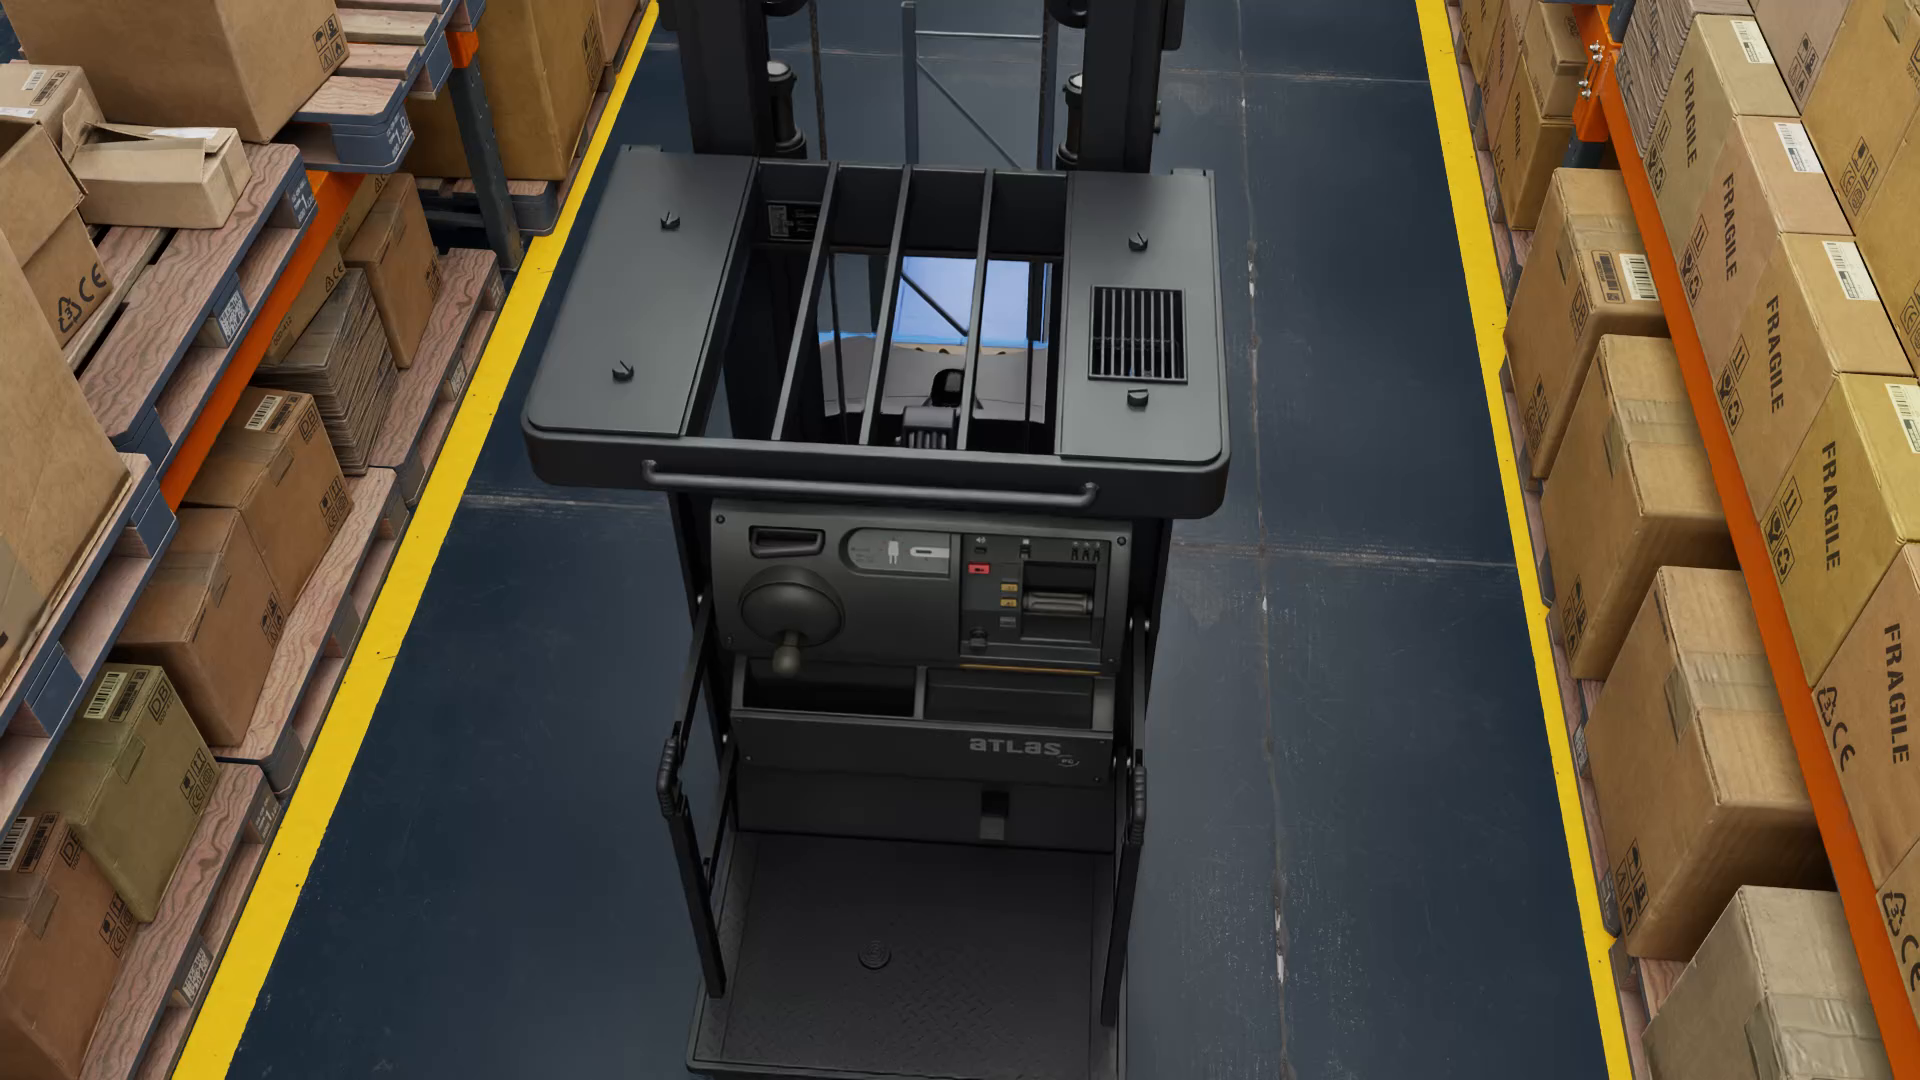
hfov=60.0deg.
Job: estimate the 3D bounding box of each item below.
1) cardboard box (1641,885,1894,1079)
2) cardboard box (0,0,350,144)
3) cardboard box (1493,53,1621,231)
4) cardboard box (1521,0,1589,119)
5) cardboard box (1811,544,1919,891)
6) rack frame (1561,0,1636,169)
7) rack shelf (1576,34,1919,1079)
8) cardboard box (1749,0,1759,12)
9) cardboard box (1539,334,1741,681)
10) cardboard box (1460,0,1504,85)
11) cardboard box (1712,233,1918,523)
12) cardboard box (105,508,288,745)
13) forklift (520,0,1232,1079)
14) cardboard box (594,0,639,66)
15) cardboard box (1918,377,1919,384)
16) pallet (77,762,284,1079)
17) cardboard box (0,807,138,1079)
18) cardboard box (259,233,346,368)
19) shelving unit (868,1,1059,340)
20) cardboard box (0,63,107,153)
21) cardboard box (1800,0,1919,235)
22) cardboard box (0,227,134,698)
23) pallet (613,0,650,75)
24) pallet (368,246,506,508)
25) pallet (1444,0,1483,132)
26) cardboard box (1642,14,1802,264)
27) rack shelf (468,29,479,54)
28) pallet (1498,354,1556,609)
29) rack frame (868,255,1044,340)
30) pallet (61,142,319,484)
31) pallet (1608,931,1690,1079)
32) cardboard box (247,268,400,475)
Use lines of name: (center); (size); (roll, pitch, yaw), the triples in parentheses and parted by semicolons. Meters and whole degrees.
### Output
cardboard box: (2.245, 1.333, 3.738); (1.050, 0.750, 0.750); (4, 48, 3)
cardboard box: (-2.248, -1.529, 4.763); (0.700, 0.500, 0.500); (10, 48, 9)
cardboard box: (2.443, -1.561, 6.555); (0.500, 0.500, 0.500); (4, 48, 3)
cardboard box: (2.444, -1.833, 6.295); (0.500, 0.250, 0.500); (3, 48, 3)
cardboard box: (2.106, 0.371, 3.310); (0.500, 0.500, 0.500); (3, 48, 3)
rack frame: (2.643, -1.762, 5.329); (1.000, 3.000, 0.127); (4, 48, 4)
rack shelf: (2.461, -0.050, 4.250); (1.077, 0.370, 4.000); (4, 48, 4)
cardboard box: (2.592, -1.804, 4.622); (0.700, 0.500, 0.500); (4, 48, 3)
cardboard box: (2.422, -0.060, 5.012); (1.050, 0.750, 0.750); (5, 48, 4)
cardboard box: (2.526, -2.332, 7.260); (0.500, 0.500, 0.500); (2, 48, 2)
cardboard box: (2.196, -0.374, 3.991); (0.500, 0.500, 0.500); (3, 48, 3)
cardboard box: (-2.462, 0.254, 4.880); (0.700, 0.500, 0.500); (0, 48, 0)
forklift: (-0.103, 0.224, 3.559); (1.130, 2.935, 3.031); (3, 48, 3)
cardboard box: (-2.115, -2.755, 7.392); (1.225, 0.875, 0.875); (4, 48, 4)
cardboard box: (2.409, -0.309, 3.254); (0.700, 0.500, 0.500); (4, 48, 4)
pallet: (-2.582, 1.138, 4.566); (1.003, 0.211, 1.213); (4, 48, 4)
cardboard box: (-2.574, 1.015, 4.185); (0.700, 0.500, 0.500); (1, 48, 1)
cardboard box: (-2.357, -0.843, 5.376); (0.500, 0.250, 0.500); (9, 48, 8)
shelving unit: (0.027, -0.805, 5.470); (0.538, 1.500, 1.048); (3, 48, 3)
cardboard box: (-2.669, -1.045, 4.490); (0.500, 0.250, 0.500); (3, 48, 2)
cardboard box: (2.503, -1.055, 3.937); (0.700, 0.500, 0.500); (3, 48, 3)
cardboard box: (-2.440, -0.149, 3.162); (1.000, 1.000, 1.000); (4, 48, 4)
pallet: (-2.027, -2.697, 8.074); (1.003, 0.211, 1.213); (4, 48, 4)
pallet: (-2.360, -0.655, 6.206); (1.003, 0.211, 1.213); (4, 48, 4)
pallet: (2.829, -2.289, 7.701); (1.003, 0.211, 1.213); (4, 48, 4)
cardboard box: (2.290, -1.110, 4.665); (0.500, 0.500, 0.500); (3, 48, 3)
rack shelf: (-2.105, -3.397, 7.311); (1.077, 0.370, 4.000); (4, 48, 4)
pallet: (2.496, -0.247, 5.833); (1.003, 0.211, 1.213); (4, 48, 4)
rack frame: (-0.010, -0.431, 5.128); (0.500, 1.500, 0.032); (3, 48, 3)
pallet: (-2.427, -0.648, 4.440); (1.003, 0.211, 1.213); (4, 48, 4)
pallet: (2.274, 1.546, 4.193); (1.003, 0.211, 1.213); (4, 48, 4)
cardboard box: (-2.366, -0.573, 5.637); (0.700, 0.500, 0.500); (0, 48, 0)
